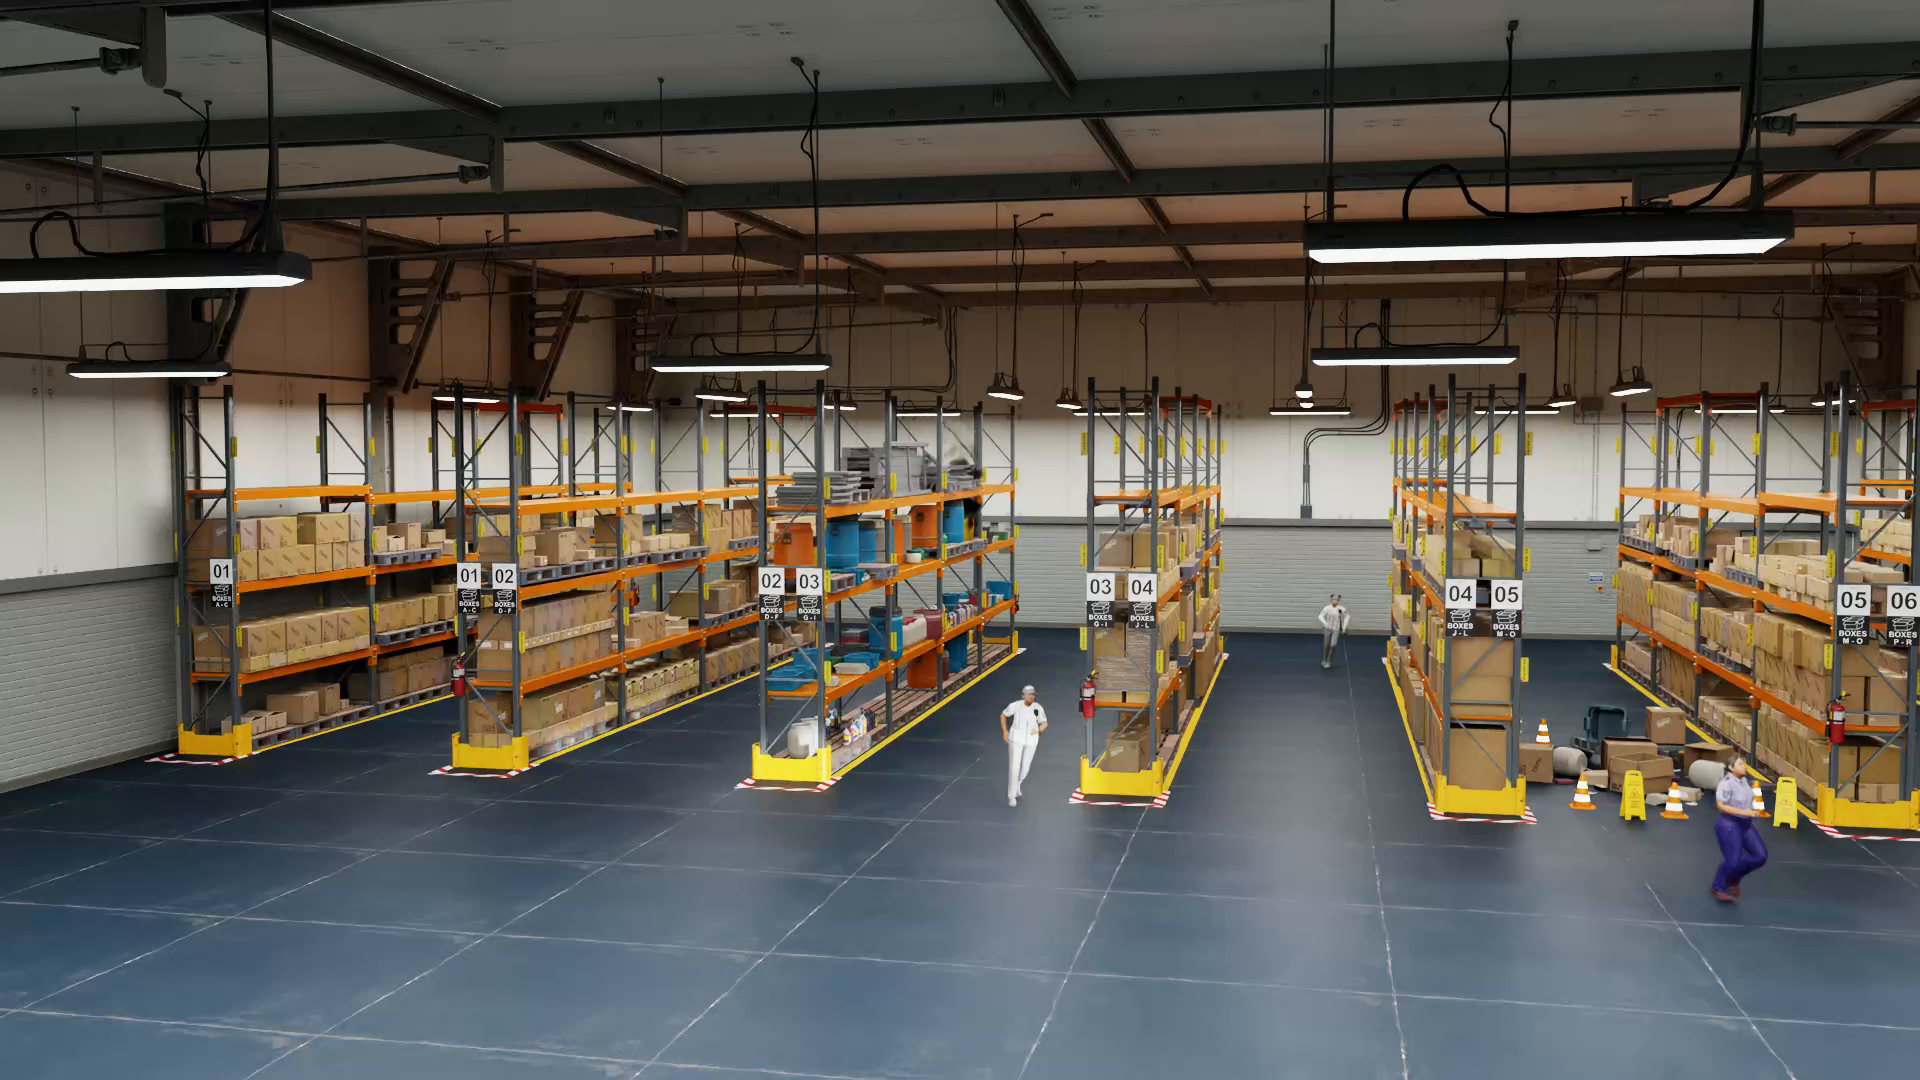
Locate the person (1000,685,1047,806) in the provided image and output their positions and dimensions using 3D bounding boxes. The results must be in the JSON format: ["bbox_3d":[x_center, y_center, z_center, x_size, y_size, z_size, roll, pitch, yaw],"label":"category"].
[{"bbox_3d":[0.906,2.901,23.524,0.649,1.720,0.758,-1,3,-9],"label":"person"}]

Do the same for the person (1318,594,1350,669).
[{"bbox_3d":[8.477,2.060,37.744,0.662,1.707,0.673,1,3,21],"label":"person"}]

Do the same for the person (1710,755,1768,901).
[{"bbox_3d":[8.534,3.163,18.241,0.661,1.617,0.570,-2,4,-35],"label":"person"}]
